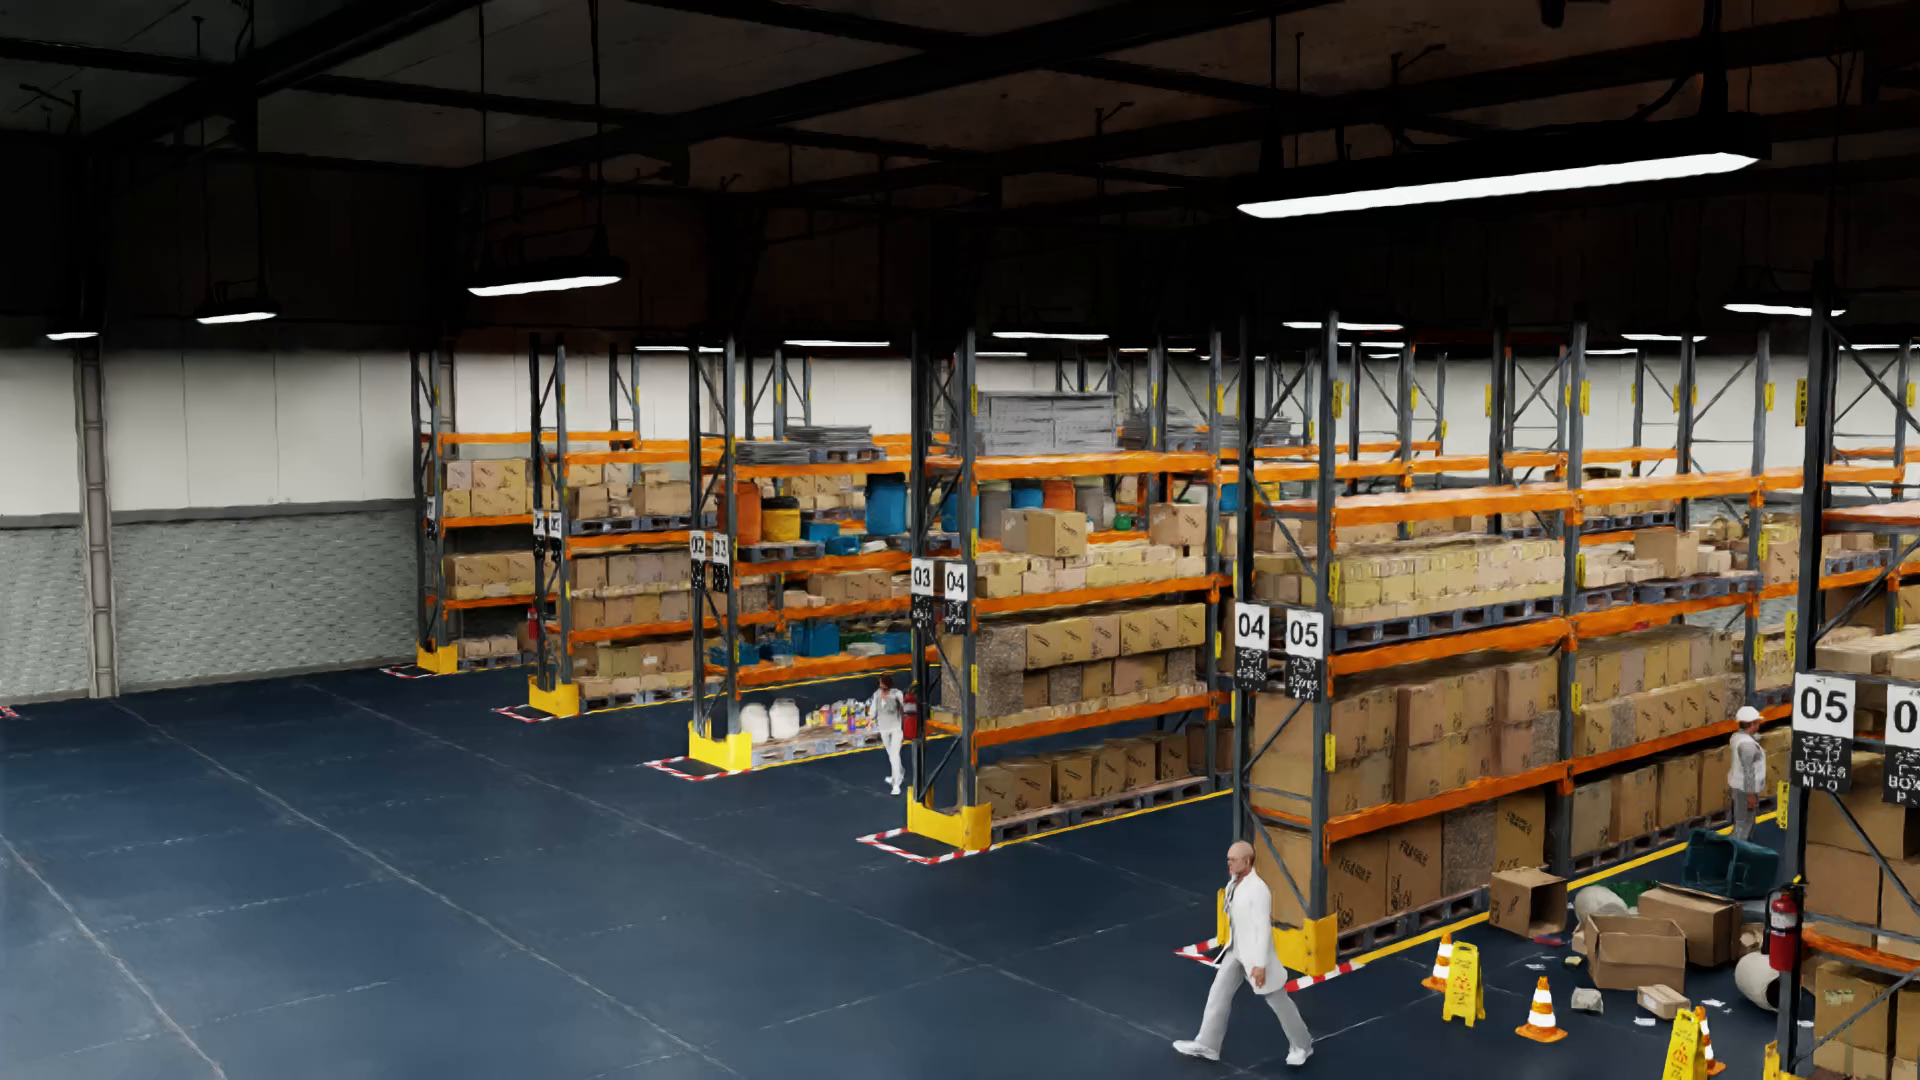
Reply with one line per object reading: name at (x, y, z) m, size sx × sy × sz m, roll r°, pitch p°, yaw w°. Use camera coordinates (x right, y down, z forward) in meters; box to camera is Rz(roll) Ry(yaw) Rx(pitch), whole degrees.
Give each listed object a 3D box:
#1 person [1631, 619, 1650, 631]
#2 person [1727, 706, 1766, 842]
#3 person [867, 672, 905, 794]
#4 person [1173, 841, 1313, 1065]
person at (10.580, 1.904, 25.773) m, size 0.409 × 1.729 × 0.651 m, roll 4°, pitch 7°, yaw 39°
person at (8.367, 2.642, 17.608) m, size 0.444 × 1.766 × 0.581 m, roll 2°, pitch 6°, yaw 19°
person at (-0.858, 2.422, 21.297) m, size 0.561 × 1.525 × 0.788 m, roll 3°, pitch 6°, yaw 33°
person at (2.201, 3.141, 12.660) m, size 1.040 × 1.736 × 0.631 m, roll -2°, pitch 6°, yaw -17°
